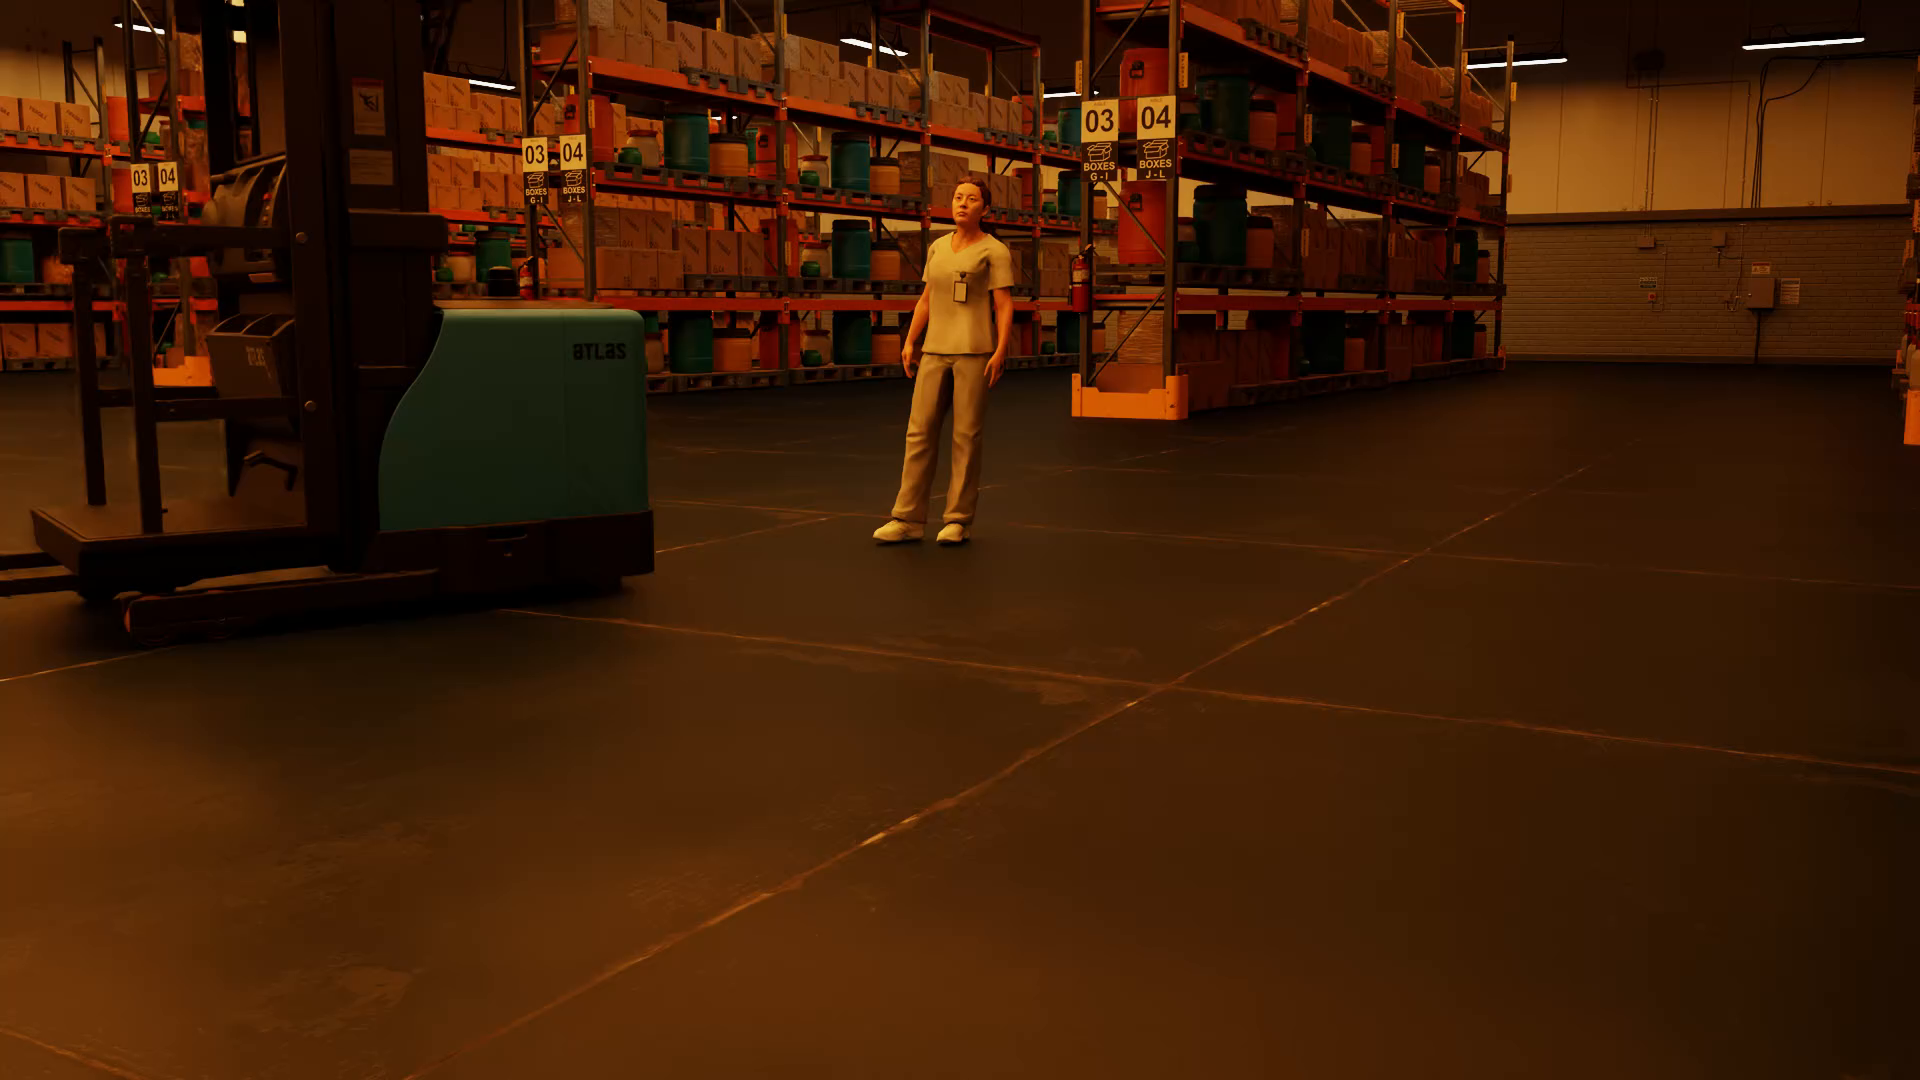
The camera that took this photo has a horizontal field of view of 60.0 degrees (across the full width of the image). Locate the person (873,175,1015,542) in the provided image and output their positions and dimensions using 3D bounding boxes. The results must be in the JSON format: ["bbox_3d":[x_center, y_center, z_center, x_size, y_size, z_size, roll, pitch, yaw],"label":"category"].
[{"bbox_3d":[-0.048,-0.830,7.641,0.549,1.675,0.549,4,9,29],"label":"person"}]

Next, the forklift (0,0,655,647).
[{"bbox_3d":[-2.667,-1.191,5.725,3.031,2.935,1.130,-6,10,-36],"label":"forklift"}]
